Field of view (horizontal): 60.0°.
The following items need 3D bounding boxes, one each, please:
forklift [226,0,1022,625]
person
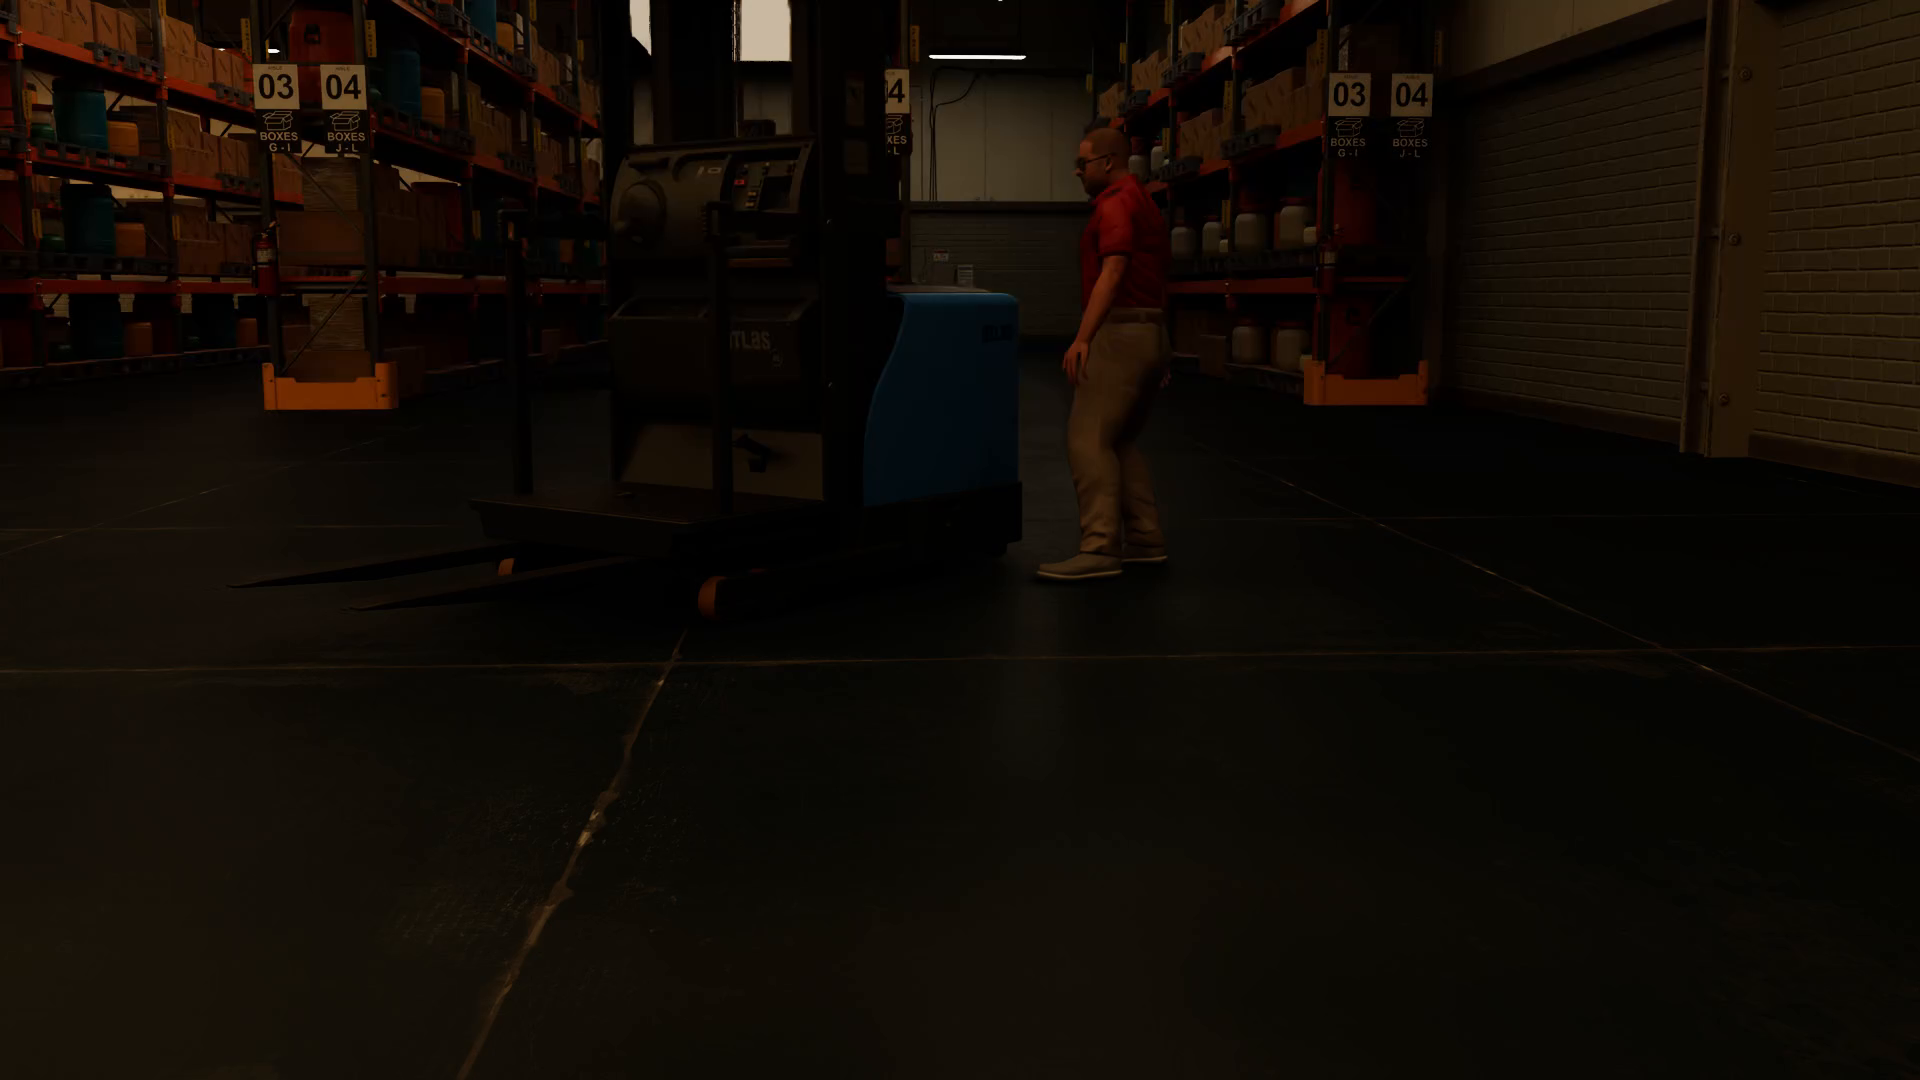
[{"bbox_3d":[-1.017,-1.251,5.754,1.130,2.935,3.031,6,10,35],"label":"forklift"},{"bbox_3d":[0.599,-0.731,6.451,0.393,1.703,0.818,3,9,20],"label":"person"}]
